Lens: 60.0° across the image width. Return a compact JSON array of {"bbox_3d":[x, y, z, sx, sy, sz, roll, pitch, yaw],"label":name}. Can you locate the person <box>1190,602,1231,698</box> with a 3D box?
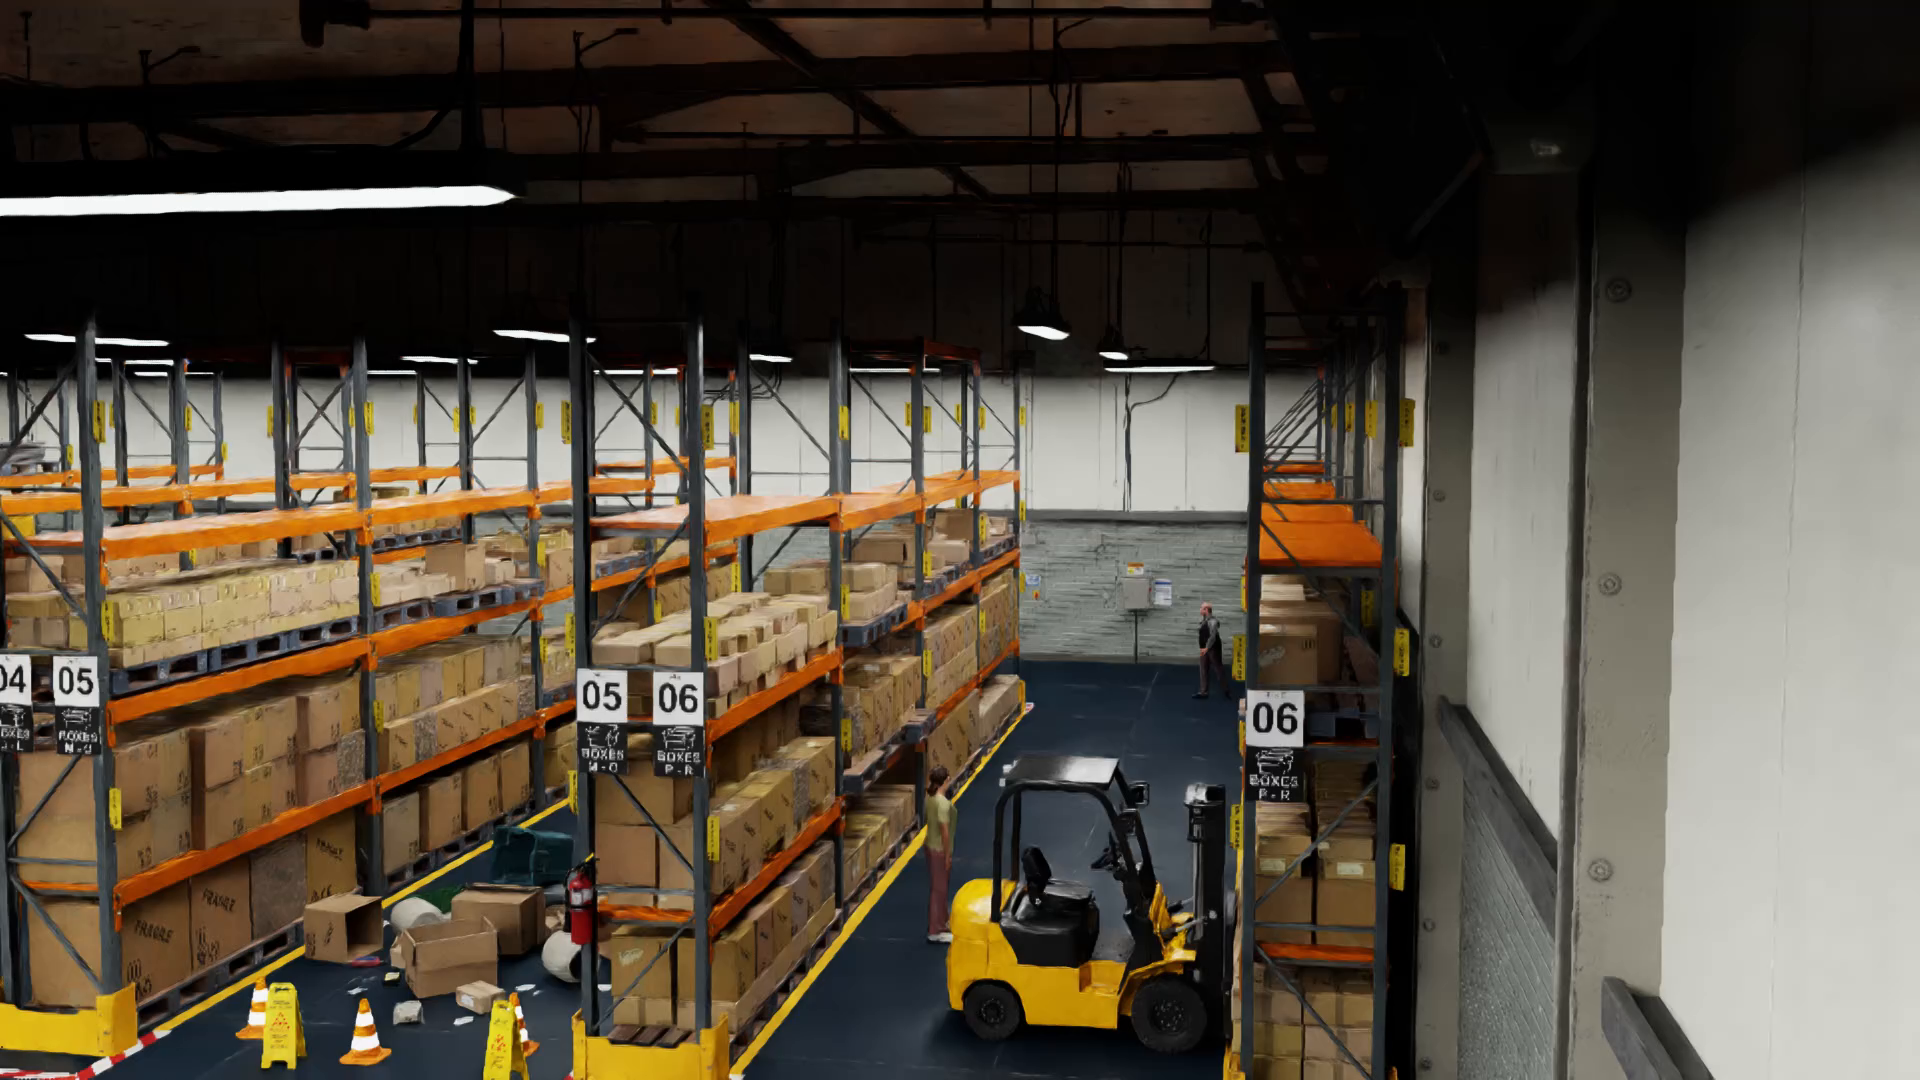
[{"bbox_3d":[4.451,1.951,29.413,0.701,1.718,0.555,-1,5,-18],"label":"person"}]

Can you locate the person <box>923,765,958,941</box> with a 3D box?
[{"bbox_3d":[-0.157,3.018,16.162,0.434,1.668,0.494,-2,5,-21],"label":"person"}]
